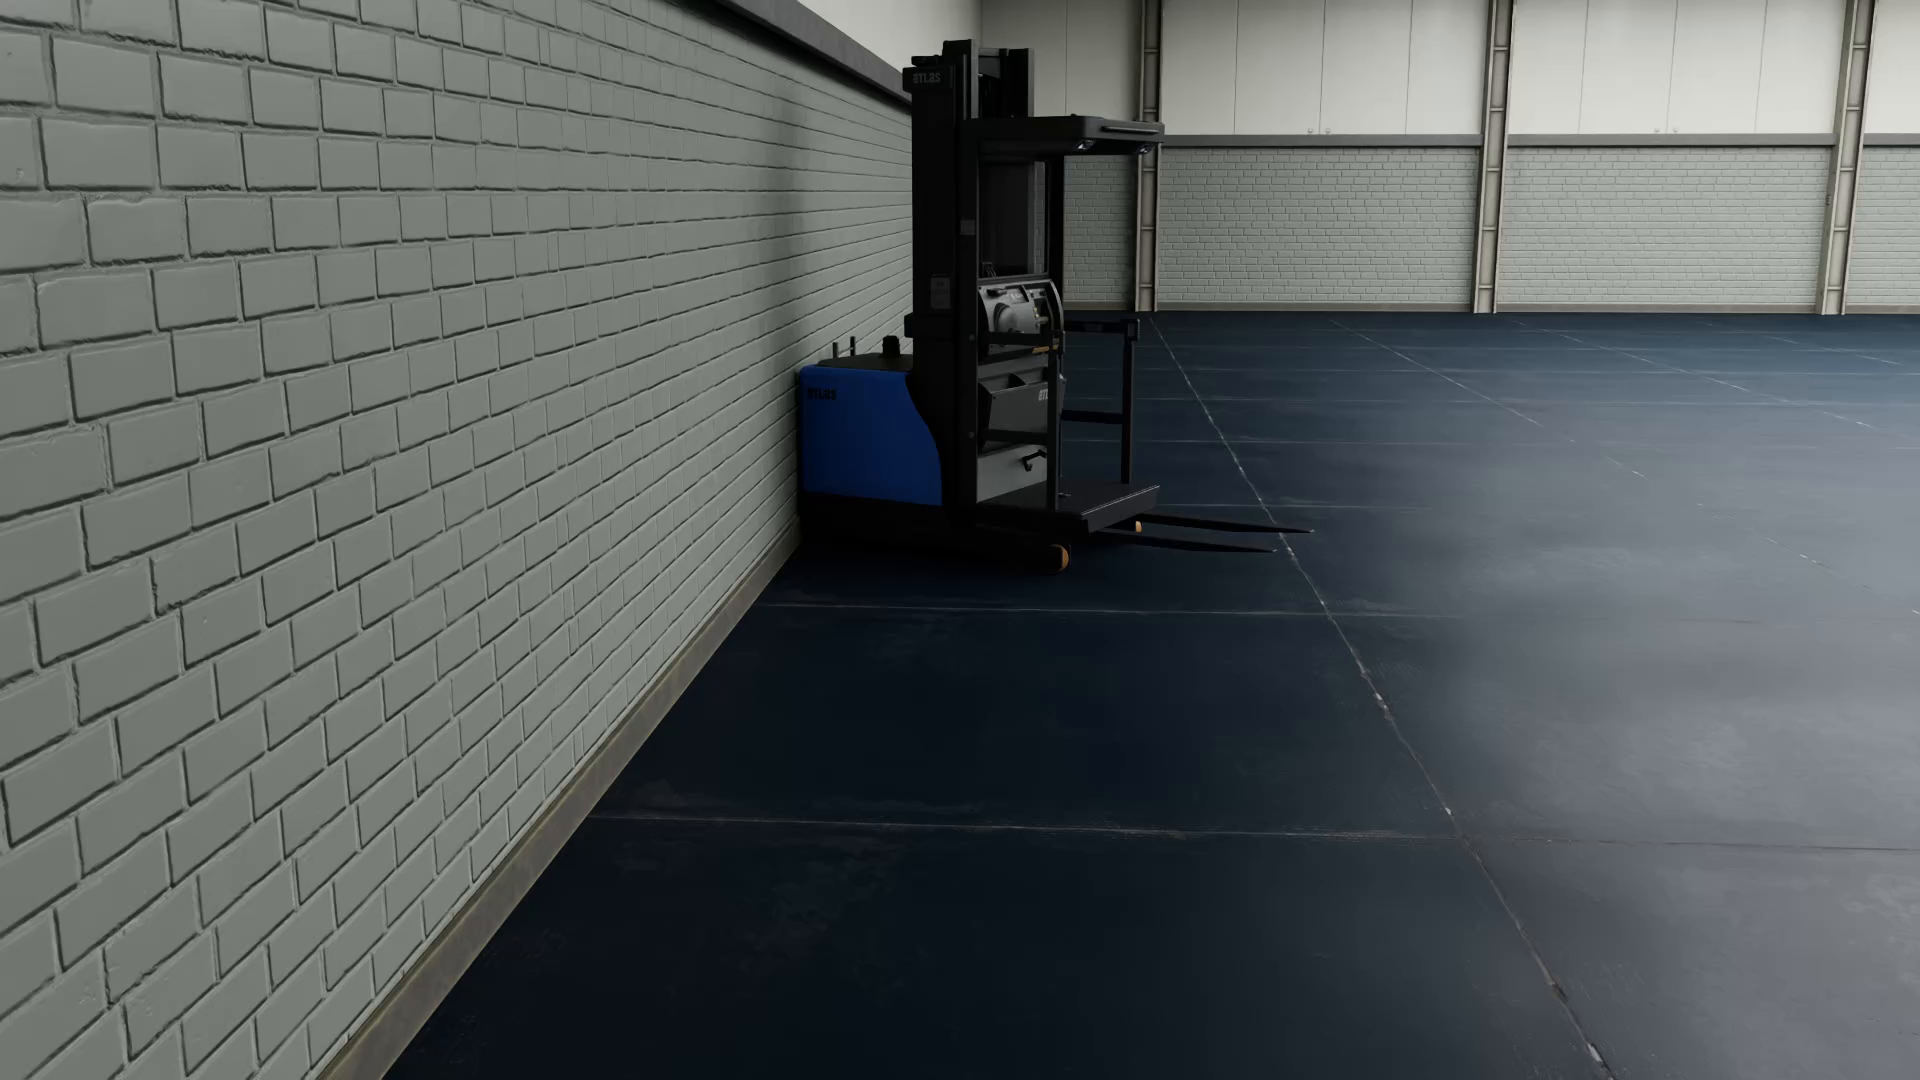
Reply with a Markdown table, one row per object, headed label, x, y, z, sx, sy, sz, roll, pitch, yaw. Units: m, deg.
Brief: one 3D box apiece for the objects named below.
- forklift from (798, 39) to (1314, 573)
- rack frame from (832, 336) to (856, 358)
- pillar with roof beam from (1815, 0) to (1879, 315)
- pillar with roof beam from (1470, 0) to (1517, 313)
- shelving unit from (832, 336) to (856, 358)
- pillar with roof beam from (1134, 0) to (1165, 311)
| label | x | y | z | sx | sy | sz | roll | pitch | yaw |
| --- | --- | --- | --- | --- | --- | --- | --- | --- | --- |
| forklift | 0.538 | -1.370 | 9.660 | 3.031 | 2.935 | 1.130 | 7 | 14 | 30 |
| rack frame | -0.785 | -0.813 | 11.407 | 0.032 | 1.125 | 0.500 | 2 | 12 | 11 |
| pillar with roof beam | 15.048 | -7.514 | 24.211 | 0.400 | 9.000 | 9.100 | 1 | 12 | 4 |
| pillar with roof beam | 9.062 | -7.596 | 24.604 | 0.400 | 9.000 | 9.100 | 1 | 12 | 4 |
| shelving unit | -0.287 | -0.793 | 11.310 | 1.048 | 1.125 | 0.538 | 2 | 12 | 11 |
| pillar with roof beam | 3.075 | -7.678 | 24.996 | 0.400 | 9.000 | 9.100 | 1 | 12 | 4 |
